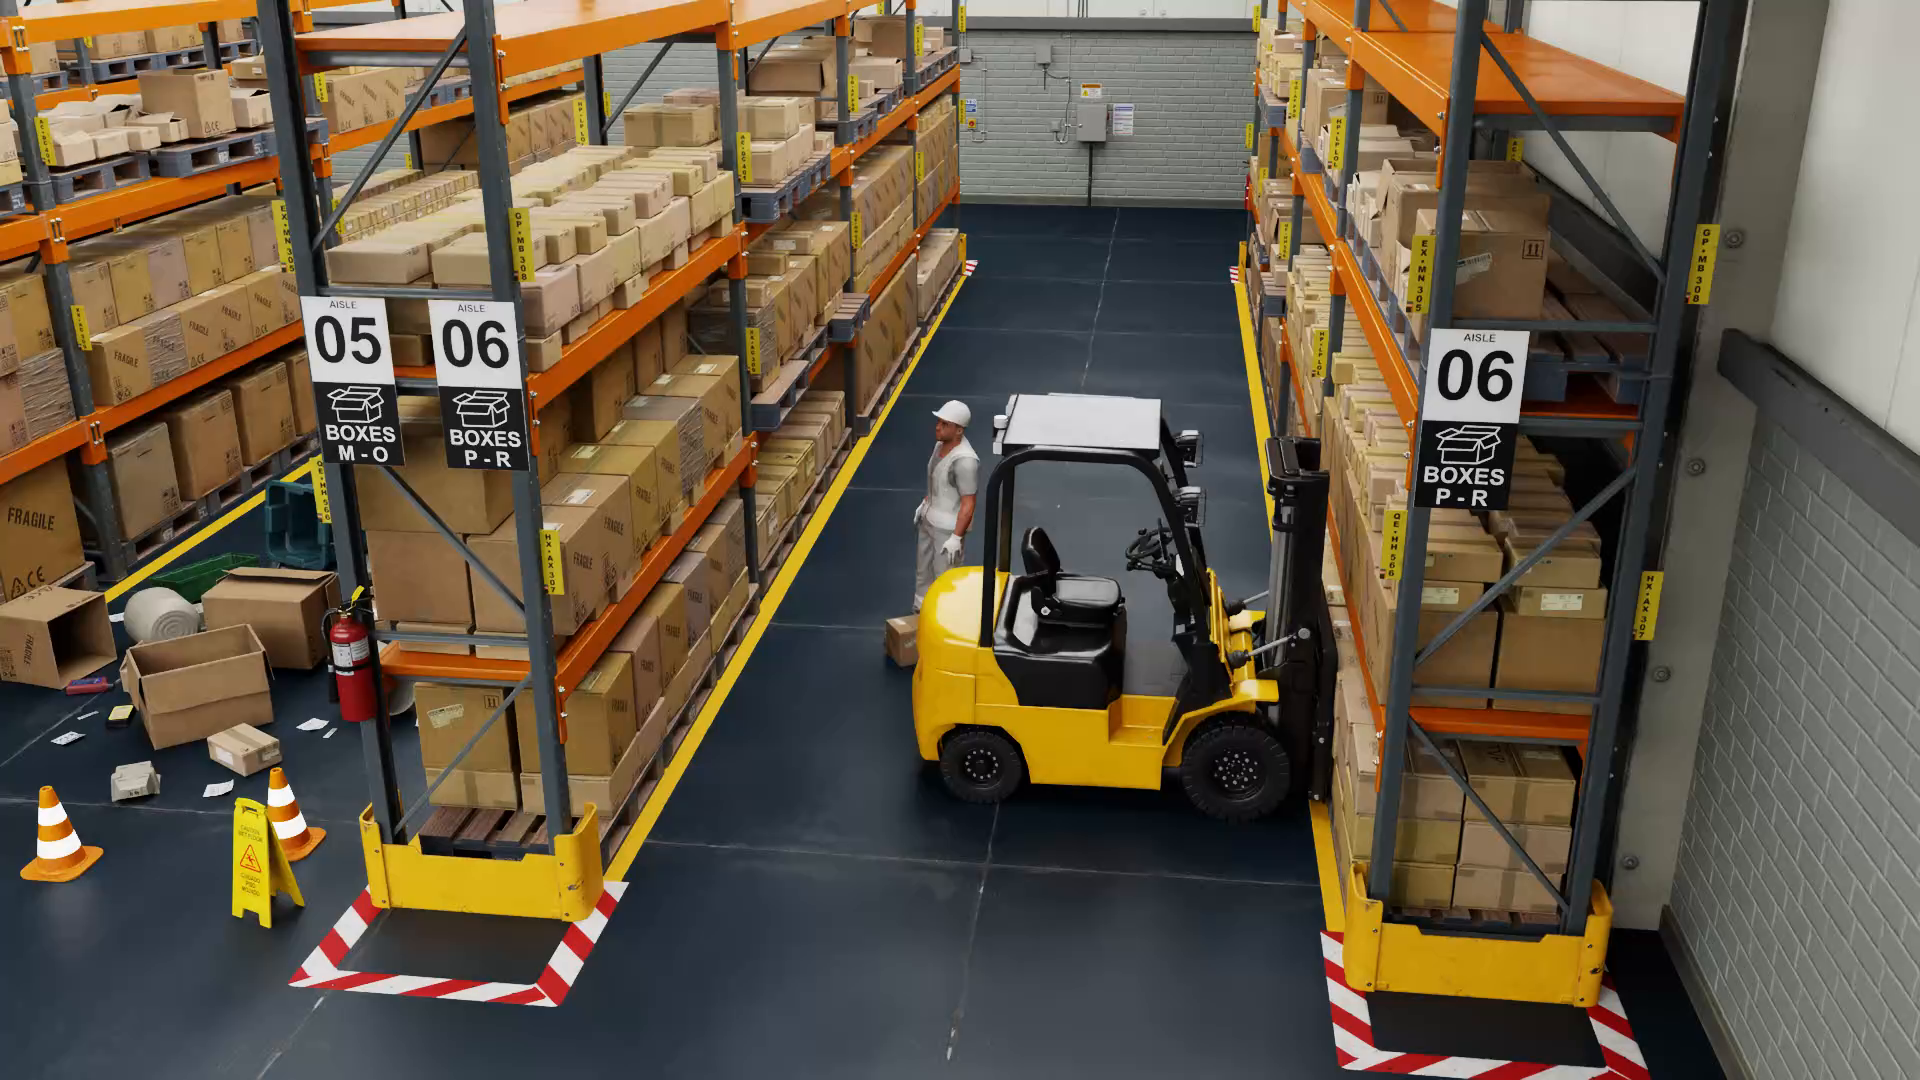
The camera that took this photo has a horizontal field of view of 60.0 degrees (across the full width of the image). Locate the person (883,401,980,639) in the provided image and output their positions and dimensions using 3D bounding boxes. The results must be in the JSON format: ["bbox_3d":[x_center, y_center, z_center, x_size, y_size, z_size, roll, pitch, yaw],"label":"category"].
[{"bbox_3d":[-0.179,-0.075,11.223,0.564,1.782,0.637,-8,22,-21],"label":"person"}]
